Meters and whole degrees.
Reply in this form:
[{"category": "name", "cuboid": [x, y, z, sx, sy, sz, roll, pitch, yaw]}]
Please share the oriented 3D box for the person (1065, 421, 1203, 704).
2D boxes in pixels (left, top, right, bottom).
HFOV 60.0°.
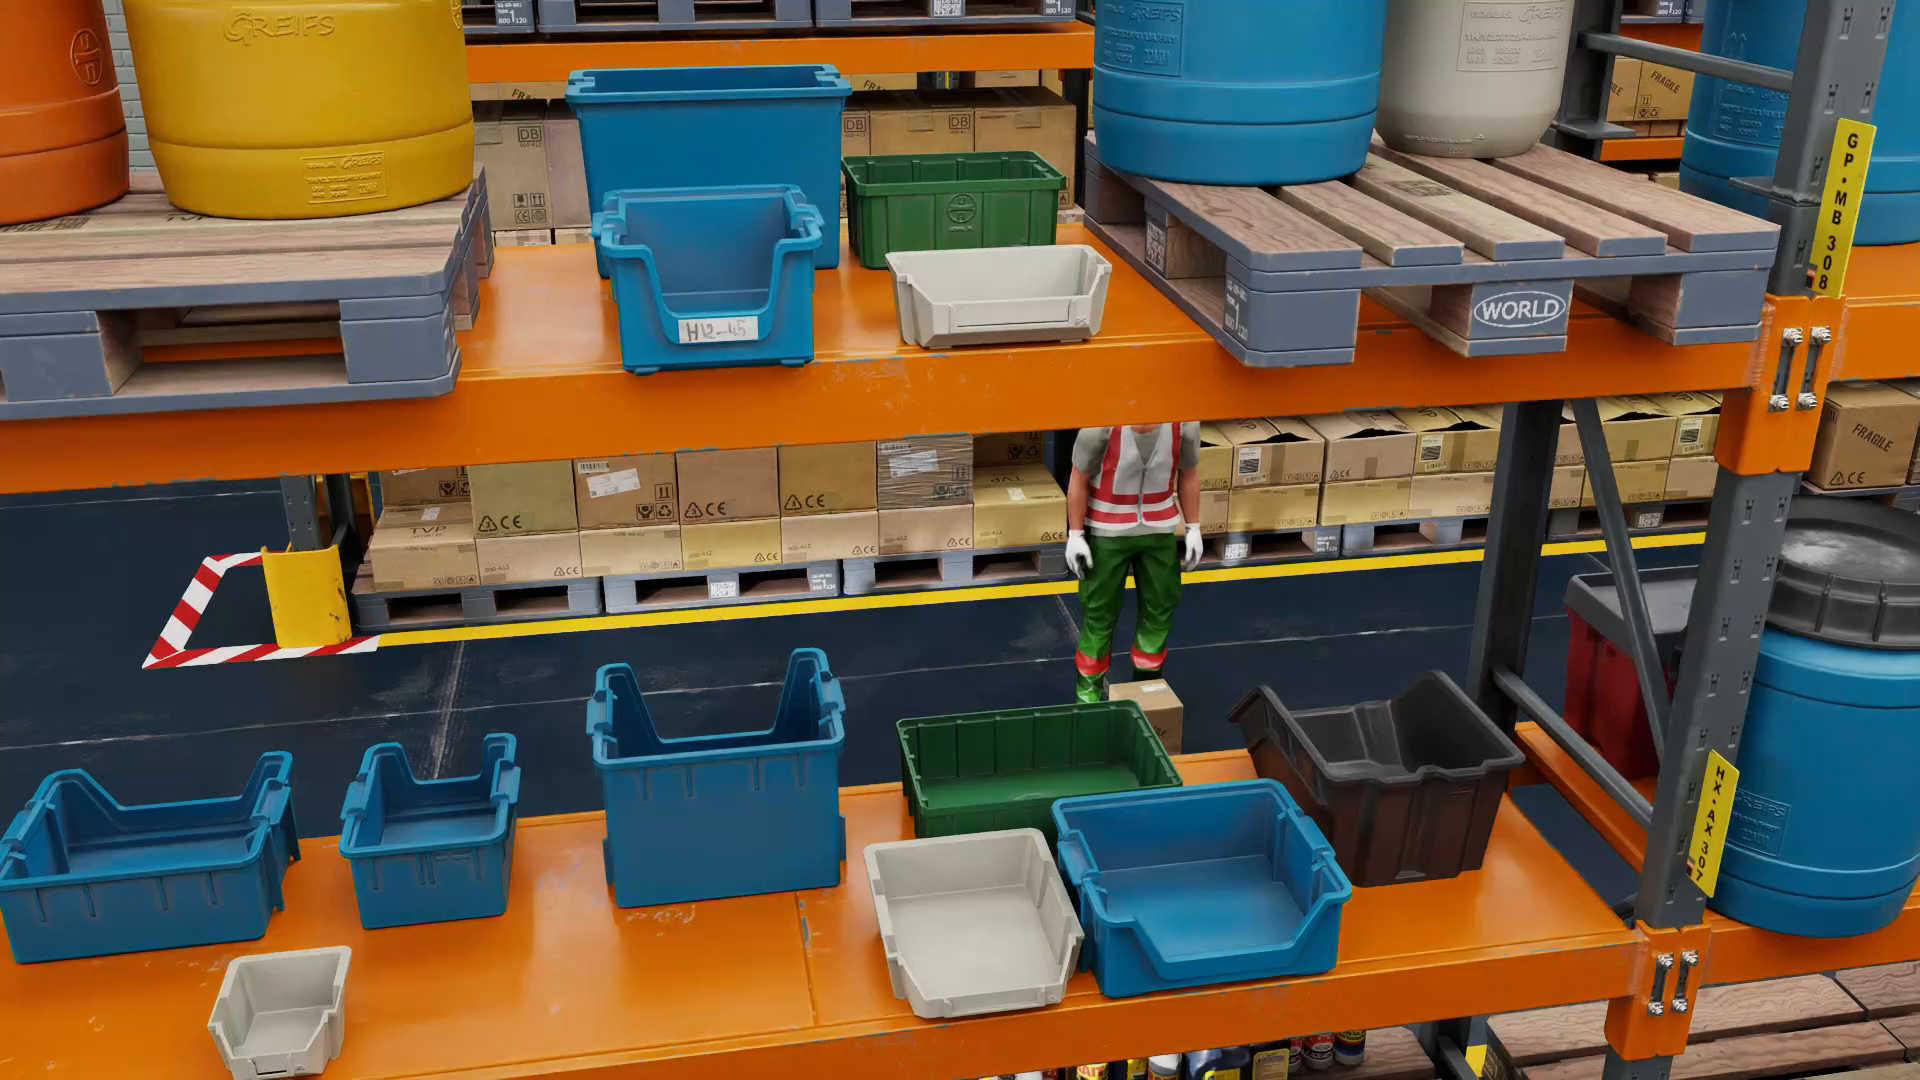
[{"category": "person", "cuboid": [0.738, -0.009, 7.097, 0.600, 1.780, 0.448, -4, 23, -9]}]
